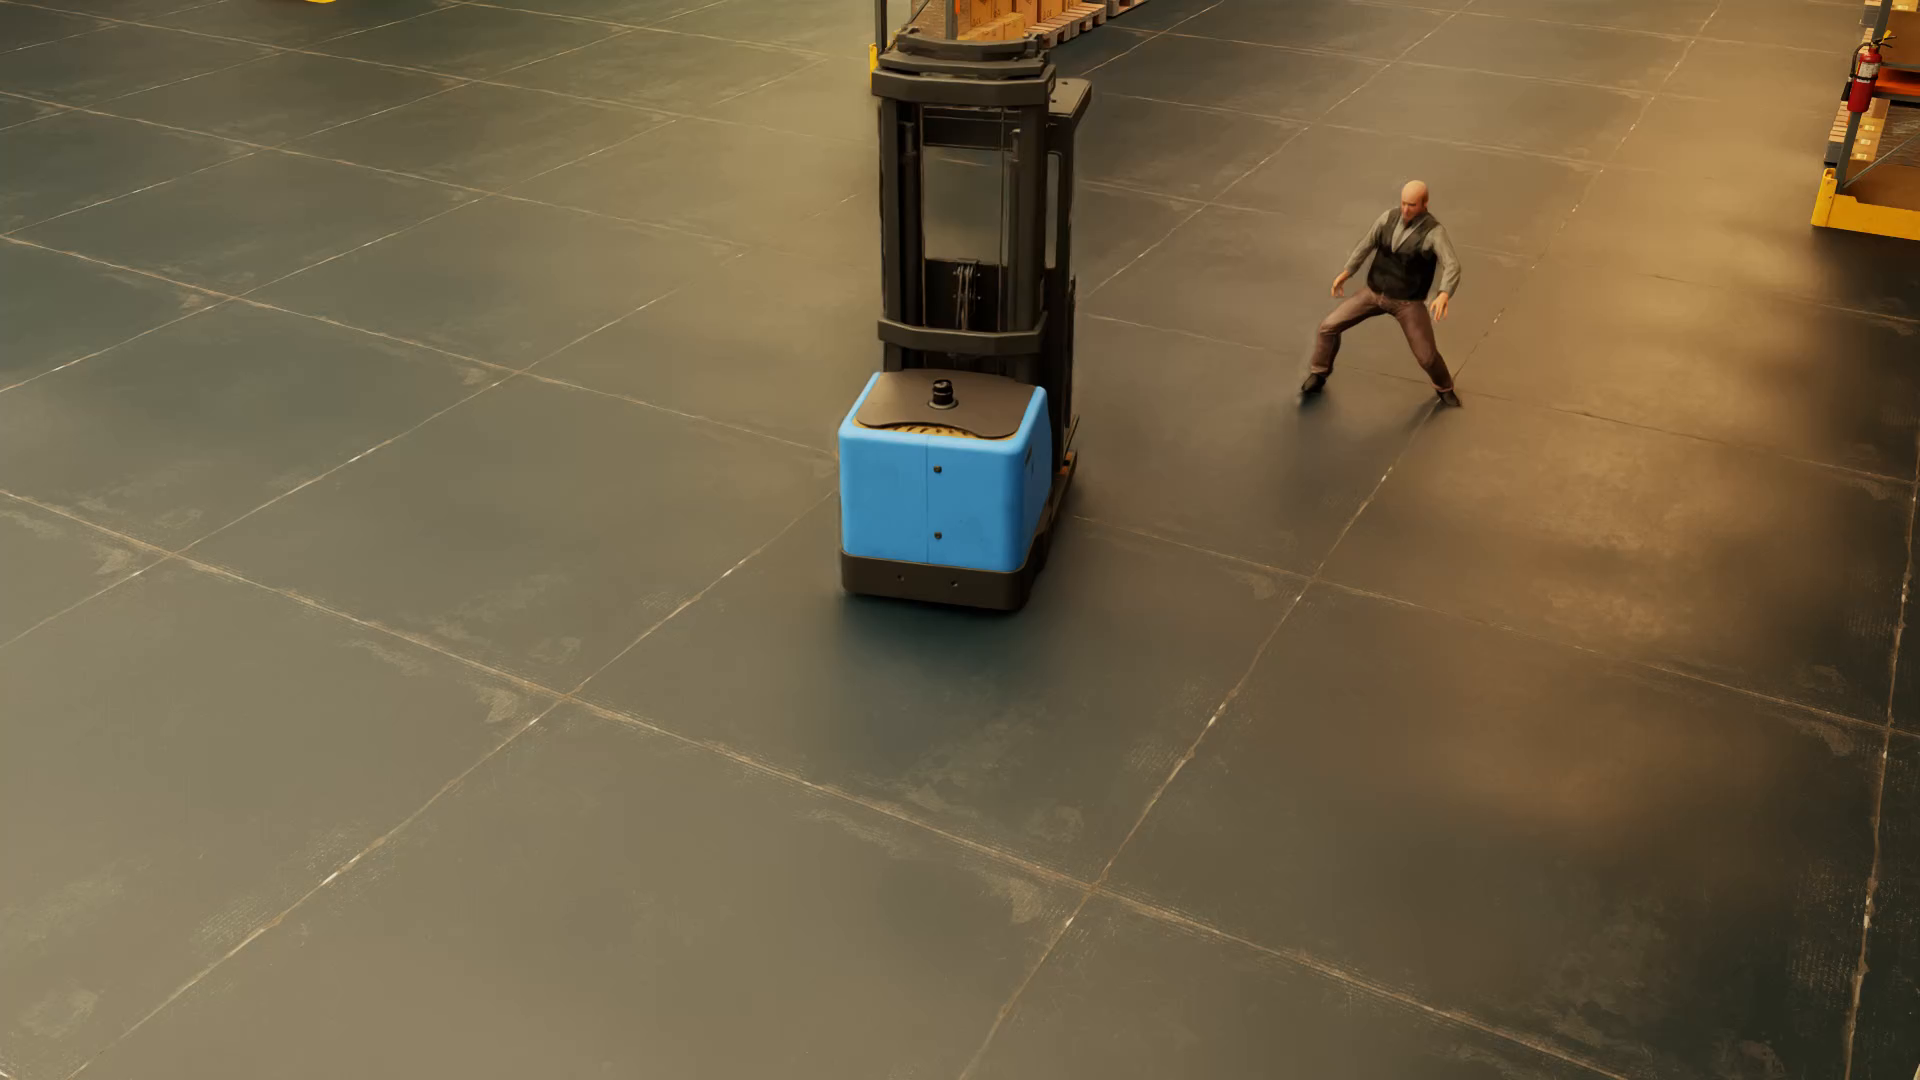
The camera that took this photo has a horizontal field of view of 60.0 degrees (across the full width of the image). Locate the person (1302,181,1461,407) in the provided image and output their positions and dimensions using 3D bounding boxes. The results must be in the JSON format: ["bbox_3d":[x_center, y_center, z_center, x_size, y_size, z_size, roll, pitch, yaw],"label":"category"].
[{"bbox_3d":[2.988,-1.663,11.371,0.840,1.583,0.969,-26,39,-38],"label":"person"}]

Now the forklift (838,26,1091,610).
[{"bbox_3d":[0.139,-1.604,9.850,1.130,2.935,3.031,6,31,10],"label":"forklift"}]
